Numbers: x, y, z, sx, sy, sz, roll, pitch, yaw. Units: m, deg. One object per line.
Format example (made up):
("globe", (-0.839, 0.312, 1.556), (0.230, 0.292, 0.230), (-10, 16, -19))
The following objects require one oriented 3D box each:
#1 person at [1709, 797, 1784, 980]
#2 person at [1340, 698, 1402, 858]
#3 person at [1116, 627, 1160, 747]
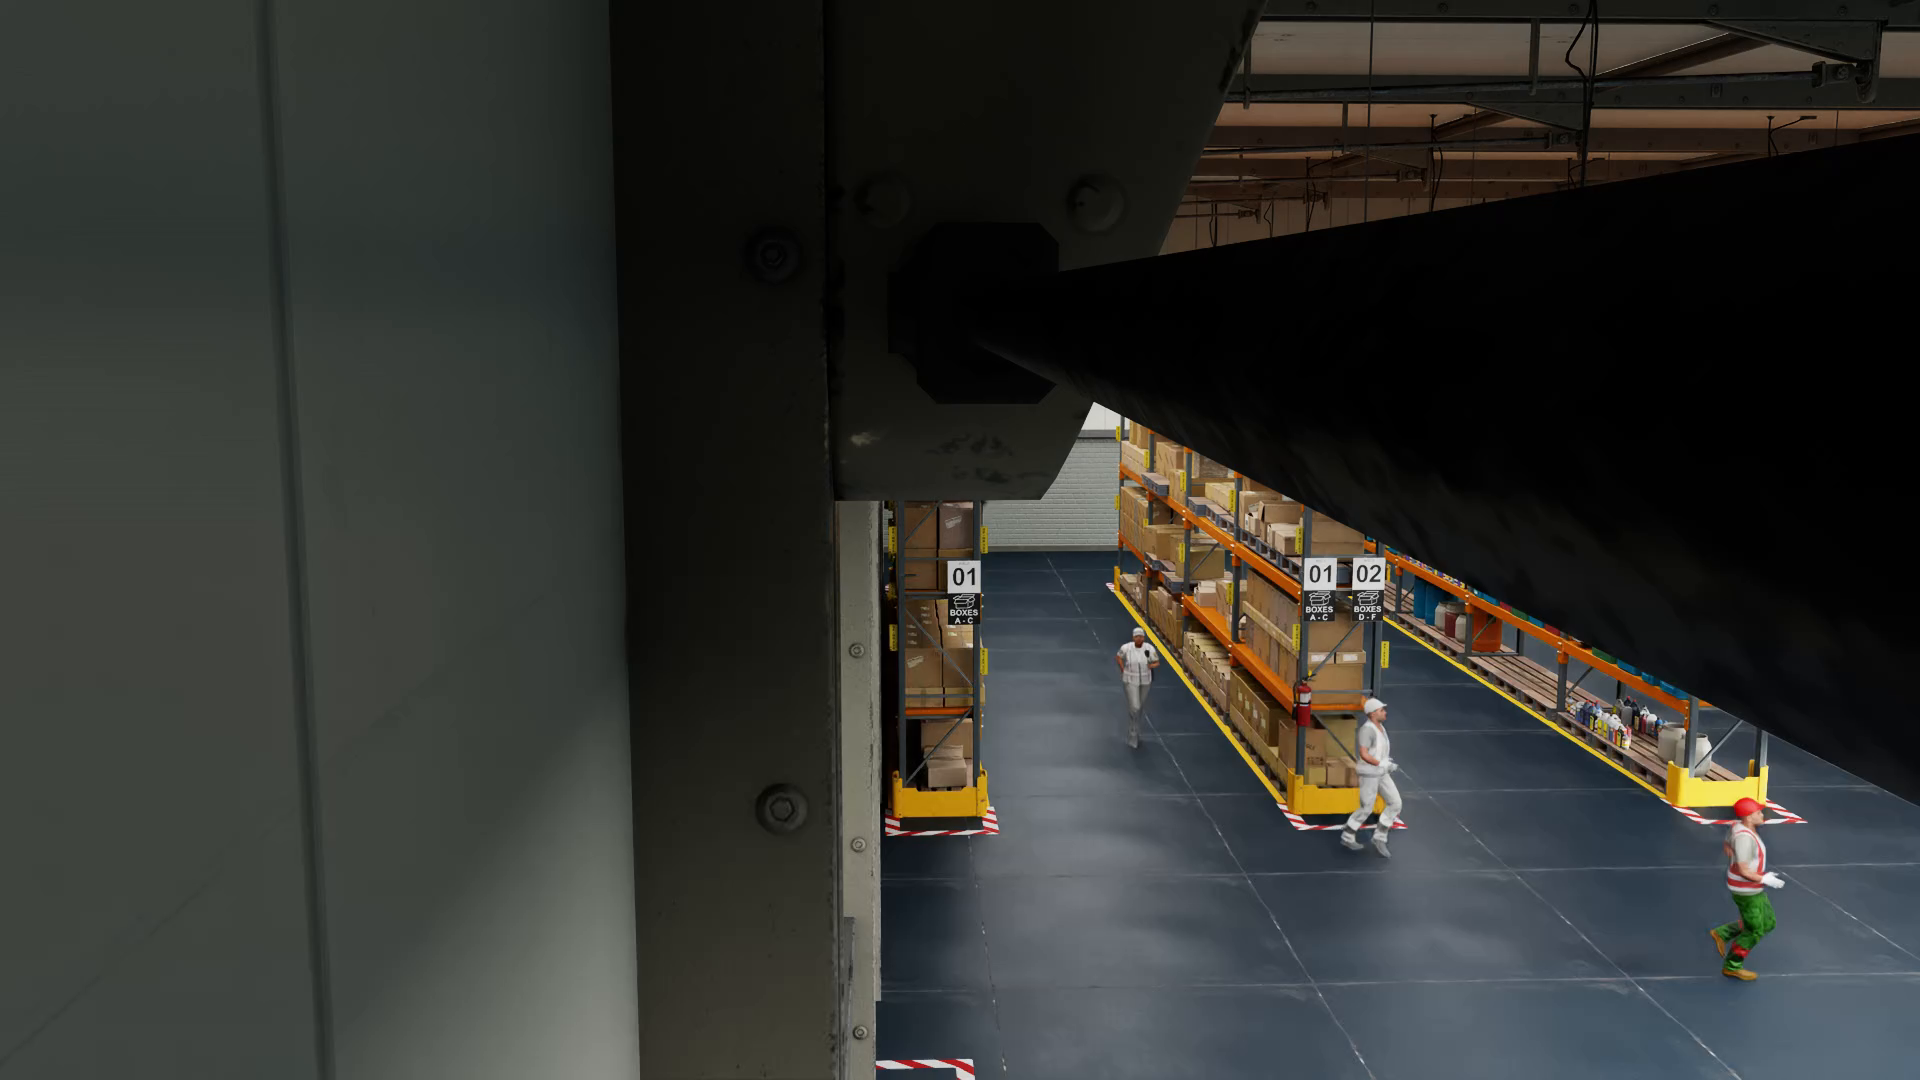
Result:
("person", (7.360, 3.252, 15.540), (0.594, 1.742, 0.655), (4, 9, 24))
("person", (4.750, 2.707, 19.069), (0.637, 1.779, 0.667), (7, 11, 38))
("person", (2.571, 2.102, 23.932), (0.574, 1.728, 0.754), (-1, 8, -9))
